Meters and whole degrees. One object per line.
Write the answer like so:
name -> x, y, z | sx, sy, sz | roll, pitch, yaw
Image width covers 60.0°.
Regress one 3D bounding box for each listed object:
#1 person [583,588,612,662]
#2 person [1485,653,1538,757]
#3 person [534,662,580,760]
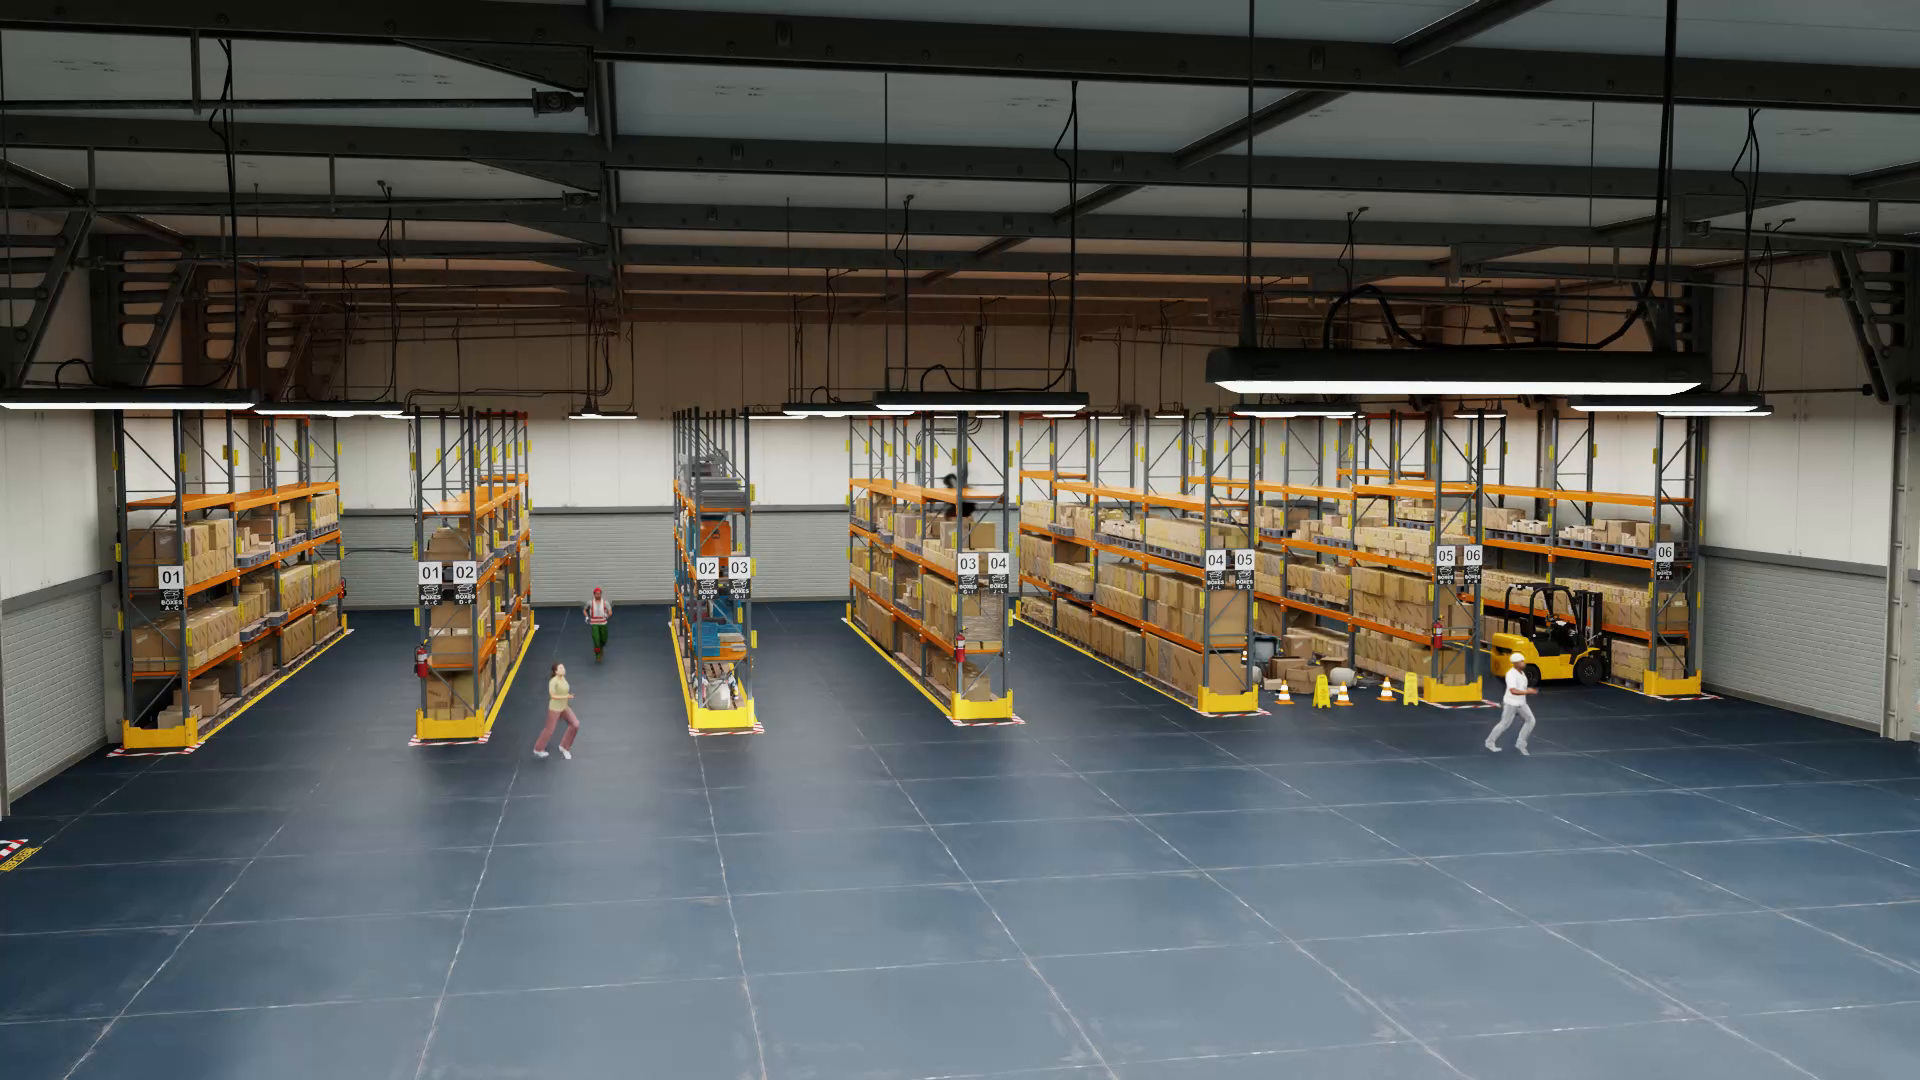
person -> -8.652, 2.020, 39.749 | 0.668, 1.759, 0.856 | -1, 4, -20
person -> 9.493, 2.819, 28.485 | 0.889, 1.798, 0.710 | 3, 5, 39
person -> -6.815, 2.887, 28.154 | 0.842, 1.668, 0.581 | 2, 4, 24
